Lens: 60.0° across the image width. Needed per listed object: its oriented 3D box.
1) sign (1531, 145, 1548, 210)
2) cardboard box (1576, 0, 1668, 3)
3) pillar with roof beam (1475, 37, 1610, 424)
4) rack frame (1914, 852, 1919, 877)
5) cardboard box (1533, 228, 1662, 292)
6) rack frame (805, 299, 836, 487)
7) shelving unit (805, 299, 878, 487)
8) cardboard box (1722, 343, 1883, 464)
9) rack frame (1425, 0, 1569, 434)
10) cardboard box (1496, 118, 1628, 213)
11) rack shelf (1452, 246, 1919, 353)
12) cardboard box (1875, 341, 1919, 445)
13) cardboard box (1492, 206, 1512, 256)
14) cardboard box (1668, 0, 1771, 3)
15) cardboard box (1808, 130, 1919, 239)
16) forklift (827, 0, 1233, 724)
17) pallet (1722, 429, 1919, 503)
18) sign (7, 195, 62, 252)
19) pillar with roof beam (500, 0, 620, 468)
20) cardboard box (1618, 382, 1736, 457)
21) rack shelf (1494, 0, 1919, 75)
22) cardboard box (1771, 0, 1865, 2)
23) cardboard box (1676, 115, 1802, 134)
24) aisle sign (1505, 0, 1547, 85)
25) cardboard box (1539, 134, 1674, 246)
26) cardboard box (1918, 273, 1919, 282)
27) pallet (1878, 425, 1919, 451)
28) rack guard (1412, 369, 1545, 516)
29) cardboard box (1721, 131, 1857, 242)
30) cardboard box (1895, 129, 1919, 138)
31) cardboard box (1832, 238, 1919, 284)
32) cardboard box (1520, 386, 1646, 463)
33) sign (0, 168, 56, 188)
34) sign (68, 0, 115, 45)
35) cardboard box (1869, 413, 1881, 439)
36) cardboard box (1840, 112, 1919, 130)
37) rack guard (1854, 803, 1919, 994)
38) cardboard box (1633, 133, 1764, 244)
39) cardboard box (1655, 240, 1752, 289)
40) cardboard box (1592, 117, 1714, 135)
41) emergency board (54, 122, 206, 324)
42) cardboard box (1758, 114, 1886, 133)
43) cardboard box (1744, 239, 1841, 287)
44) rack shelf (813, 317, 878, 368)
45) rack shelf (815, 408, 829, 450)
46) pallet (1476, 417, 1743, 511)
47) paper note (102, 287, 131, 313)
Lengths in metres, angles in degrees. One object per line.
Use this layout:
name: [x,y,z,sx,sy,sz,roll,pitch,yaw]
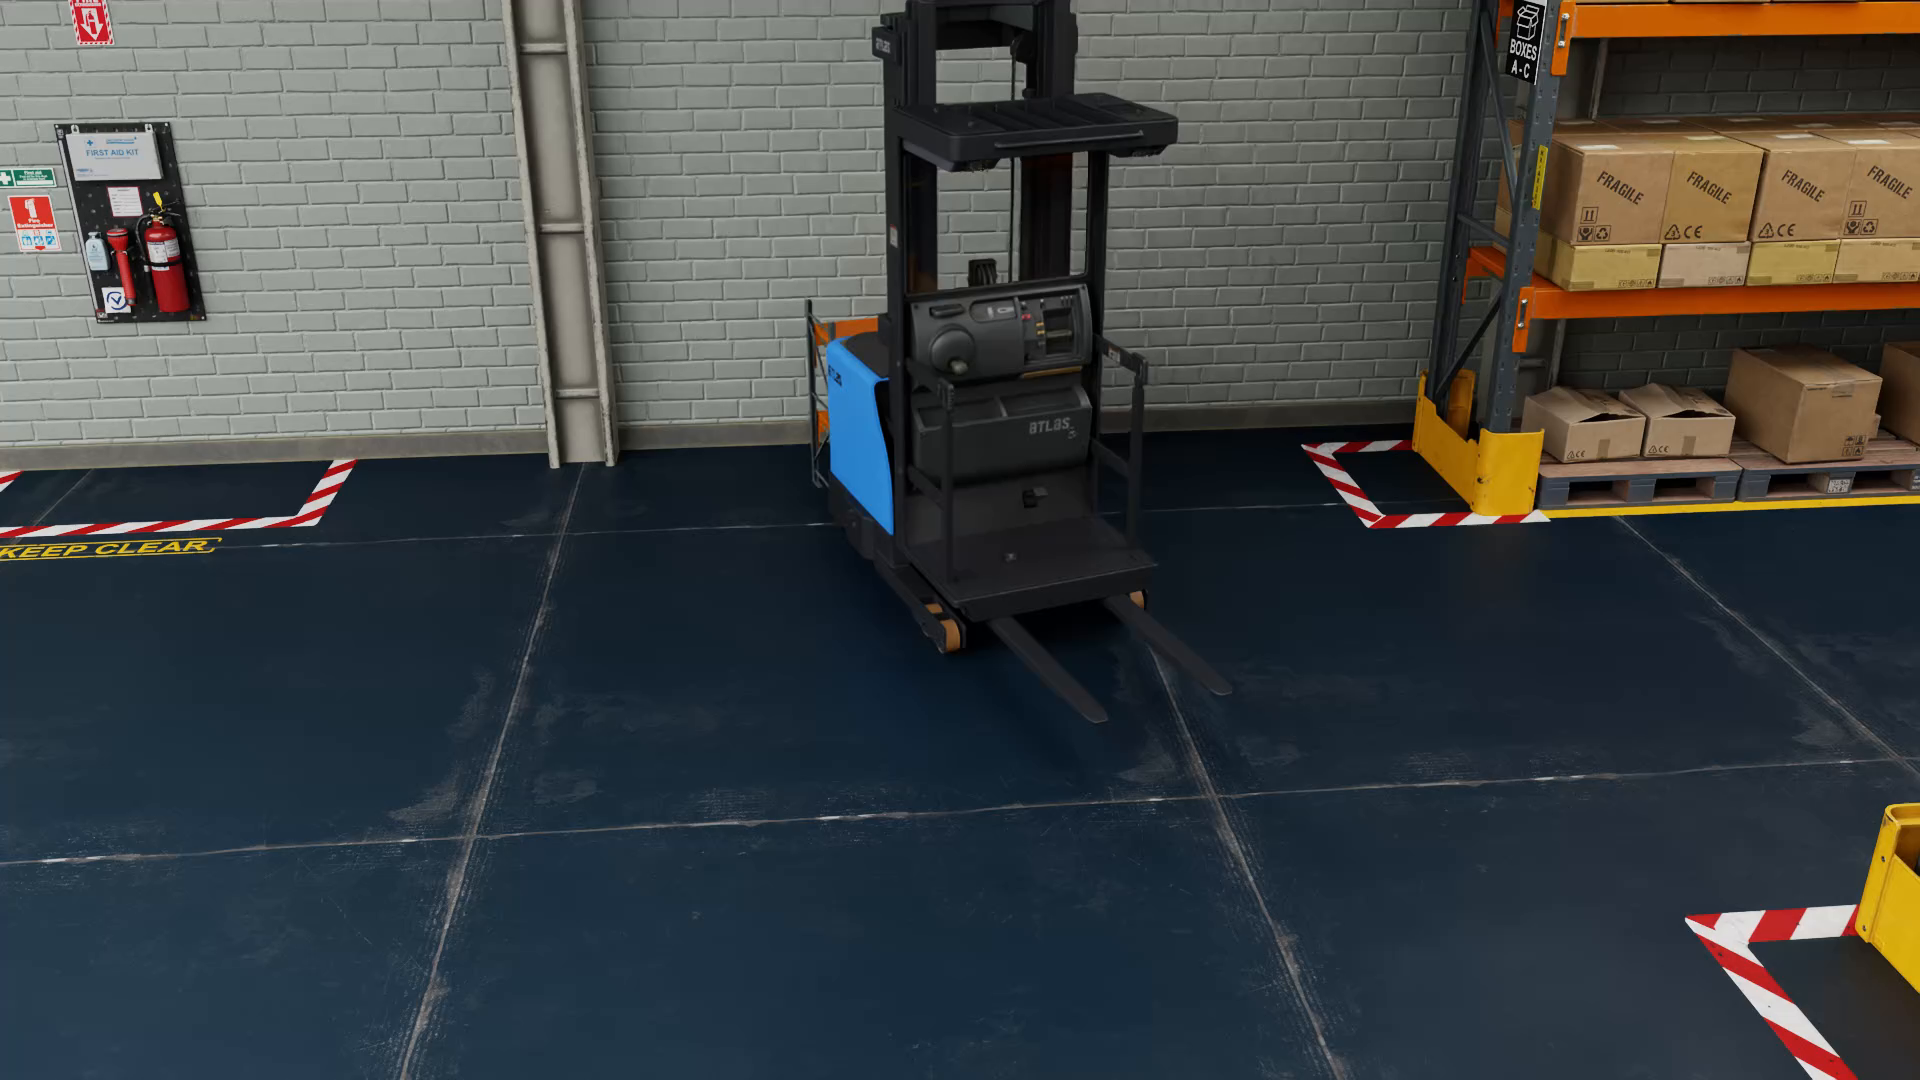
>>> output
sign: [3.070,-1.922,8.814,0.005,0.325,0.100,-2,24,-5]
cardboard box: [3.374,-3.083,8.652,0.500,0.500,0.500,-2,24,-4]
pillar with roof beam: [4.051,-3.124,5.200,0.400,9.000,9.100,-2,24,-5]
rack frame: [3.507,0.257,4.979,0.127,3.000,1.000,-2,24,-5]
cardboard box: [3.533,-1.577,9.265,0.500,0.250,0.500,-3,24,-7]
rack frame: [-0.791,-0.780,9.620,0.032,1.125,0.500,-9,25,-19]
shelving unit: [-0.316,-0.853,9.785,1.048,1.125,0.538,-9,25,-19]
cardboard box: [5.016,-0.827,9.954,0.500,0.500,0.700,-4,24,-8]
rack frame: [3.016,-1.745,9.483,0.127,3.000,1.000,-2,24,-5]
cardboard box: [3.465,-2.133,9.593,0.500,0.500,0.500,-3,24,-6]
rack shelf: [5.007,-1.496,9.809,4.000,0.370,1.077,-2,24,-5]
cardboard box: [5.968,-0.906,10.131,0.500,0.500,0.500,-4,24,-9]
cardboard box: [3.463,-1.783,9.728,0.500,0.250,0.500,-2,24,-4]
cardboard box: [3.912,-3.090,8.668,0.500,0.500,0.500,-1,24,-2]
cardboard box: [5.041,-1.985,9.260,0.500,0.500,0.500,-2,24,-3]
forklift: [0.292,-0.987,7.862,1.130,2.935,3.031,-10,26,-21]
pallet: [5.115,-0.540,10.204,1.213,0.211,1.003,-2,24,-5]
sign: [-5.366,-1.836,9.644,0.234,0.329,0.001,-2,24,-5]
pillar with roof beam: [-1.920,-2.885,4.661,0.400,9.000,9.100,-2,24,-5]
cardboard box: [4.281,-0.732,9.972,0.500,0.311,0.500,0,24,-1]
rack shelf: [5.007,-2.867,9.200,4.000,0.370,1.077,-2,24,-5]
cardboard box: [4.428,-3.112,8.719,0.500,0.500,0.500,-1,24,-3]
cardboard box: [4.481,-2.172,9.680,0.500,0.500,0.500,-3,24,-7]
aisle sign: [2.974,-2.809,8.676,0.004,0.787,0.394,-2,24,-5]
cardboard box: [3.521,-1.926,9.127,0.500,0.500,0.500,-2,24,-5]
cardboard box: [5.560,-1.661,9.454,0.500,0.250,0.500,-2,24,-5]
pallet: [6.332,-0.590,10.317,1.213,0.211,1.003,-2,24,-5]
rack guard: [3.092,-0.606,9.998,0.348,0.500,1.175,-2,24,-5]
cardboard box: [4.529,-1.960,9.203,0.500,0.500,0.500,-3,24,-7]
cardboard box: [5.559,-2.006,9.308,0.500,0.500,0.500,-3,24,-7]
cardboard box: [5.059,-1.641,9.408,0.500,0.250,0.500,-2,24,-5]
cardboard box: [3.714,-0.709,9.920,0.500,0.311,0.500,-5,24,-11]
sign: [-5.361,-2.075,9.528,0.331,0.109,0.001,-2,24,-5]
sign: [-4.824,-2.899,9.226,0.199,0.298,0.001,-2,24,-5]
cardboard box: [5.403,-0.747,10.207,0.250,0.149,0.380,-4,24,-9]
cardboard box: [5.497,-2.217,9.782,0.500,0.500,0.500,-2,24,-4]
rack guard: [3.483,1.400,5.485,0.348,0.500,1.175,-2,24,-5]
cardboard box: [4.014,-1.942,9.162,0.500,0.500,0.500,-2,24,-5]
cardboard box: [4.049,-1.603,9.325,0.500,0.250,0.500,-3,24,-7]
cardboard box: [3.967,-2.149,9.629,0.500,0.500,0.500,-2,24,-4]
emergency board: [-4.806,-1.800,9.607,0.643,1.169,0.194,-2,24,-5]
cardboard box: [4.982,-2.192,9.725,0.500,0.500,0.500,-2,24,-4]
cardboard box: [4.556,-1.621,9.365,0.500,0.250,0.500,-3,24,-6]
rack shelf: [-0.316,-1.121,9.666,1.000,0.278,0.538,-9,25,-19]
rack shelf: [-0.316,-0.630,9.884,1.000,0.278,0.538,-9,25,-19]
pallet: [3.904,-0.492,10.097,1.213,0.211,1.003,-2,24,-5]
paper note: [-4.989,-1.418,9.833,0.142,0.148,0.016,-2,24,-5]
